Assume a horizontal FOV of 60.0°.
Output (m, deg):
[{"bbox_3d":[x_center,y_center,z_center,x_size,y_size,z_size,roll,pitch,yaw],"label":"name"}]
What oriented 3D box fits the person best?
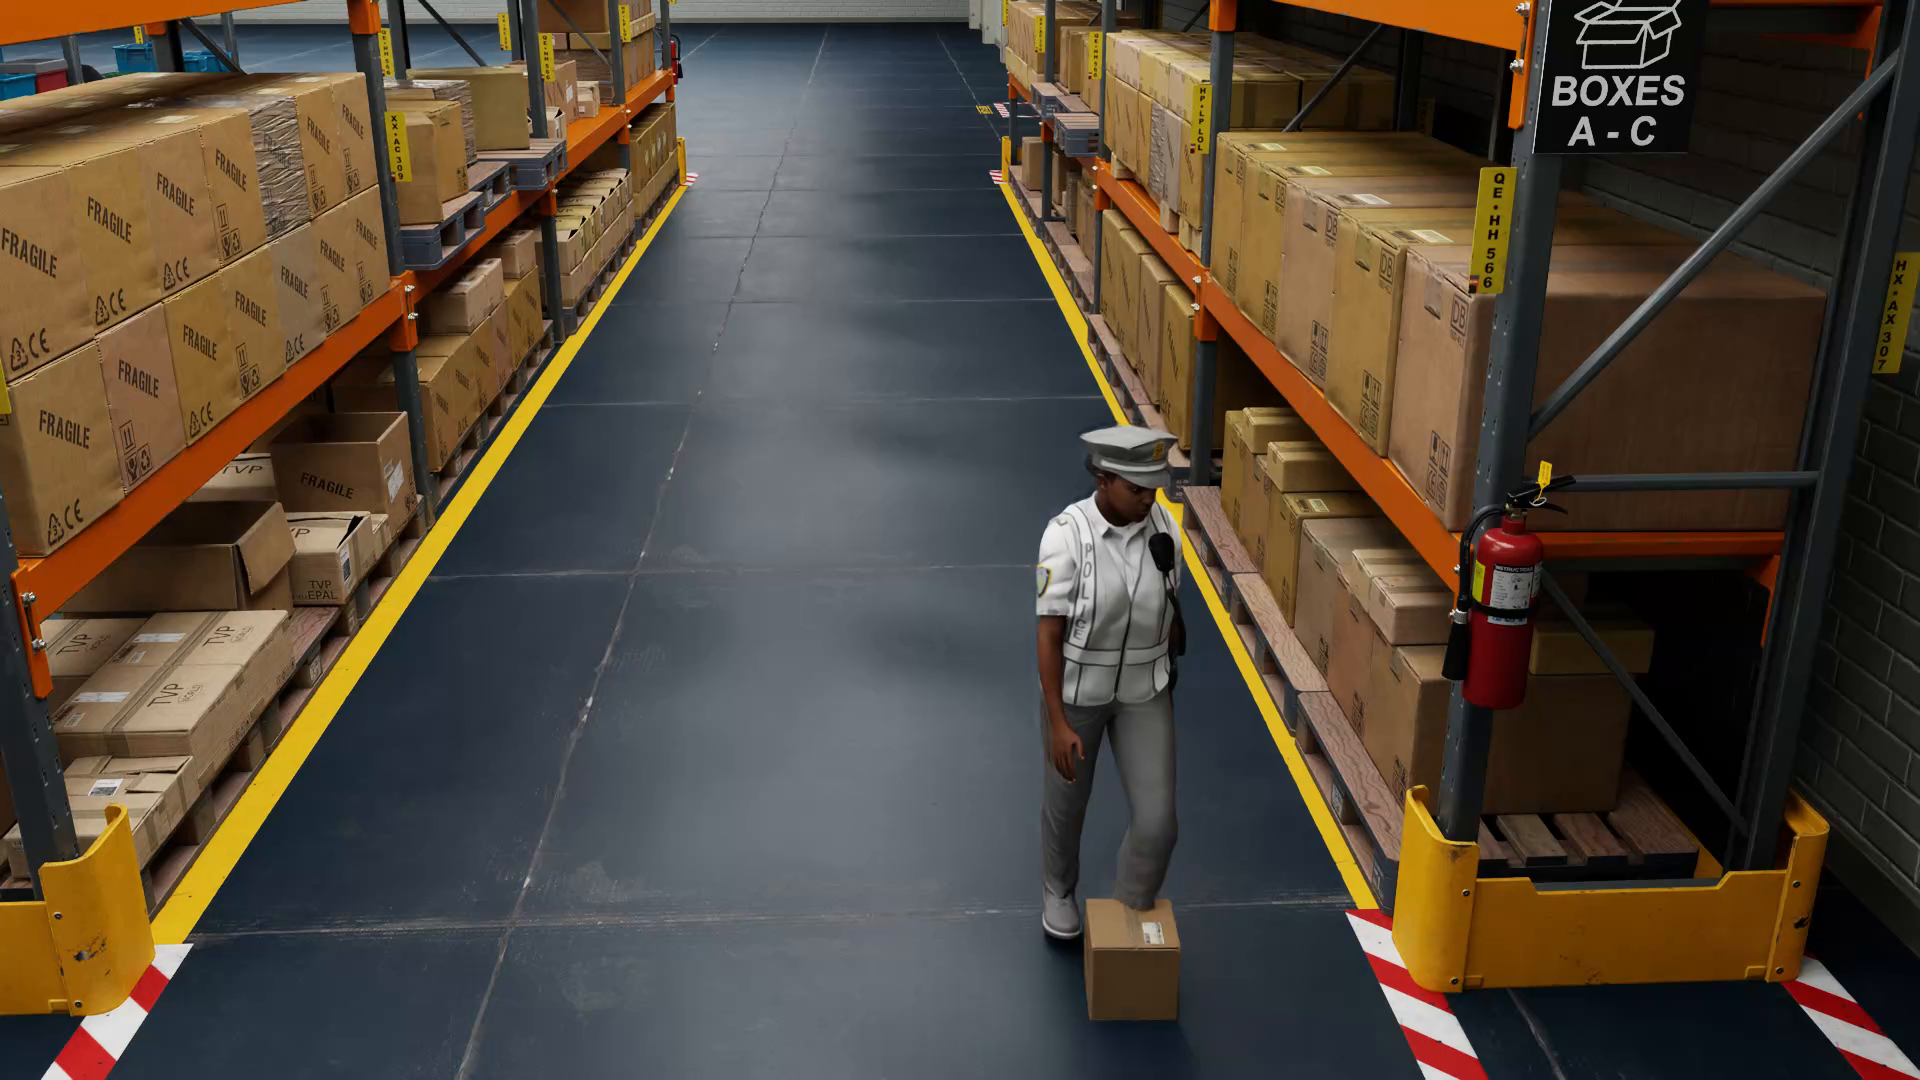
[{"bbox_3d":[0.425,0.490,4.807,0.467,1.716,0.574,-4,21,-10],"label":"person"}]
